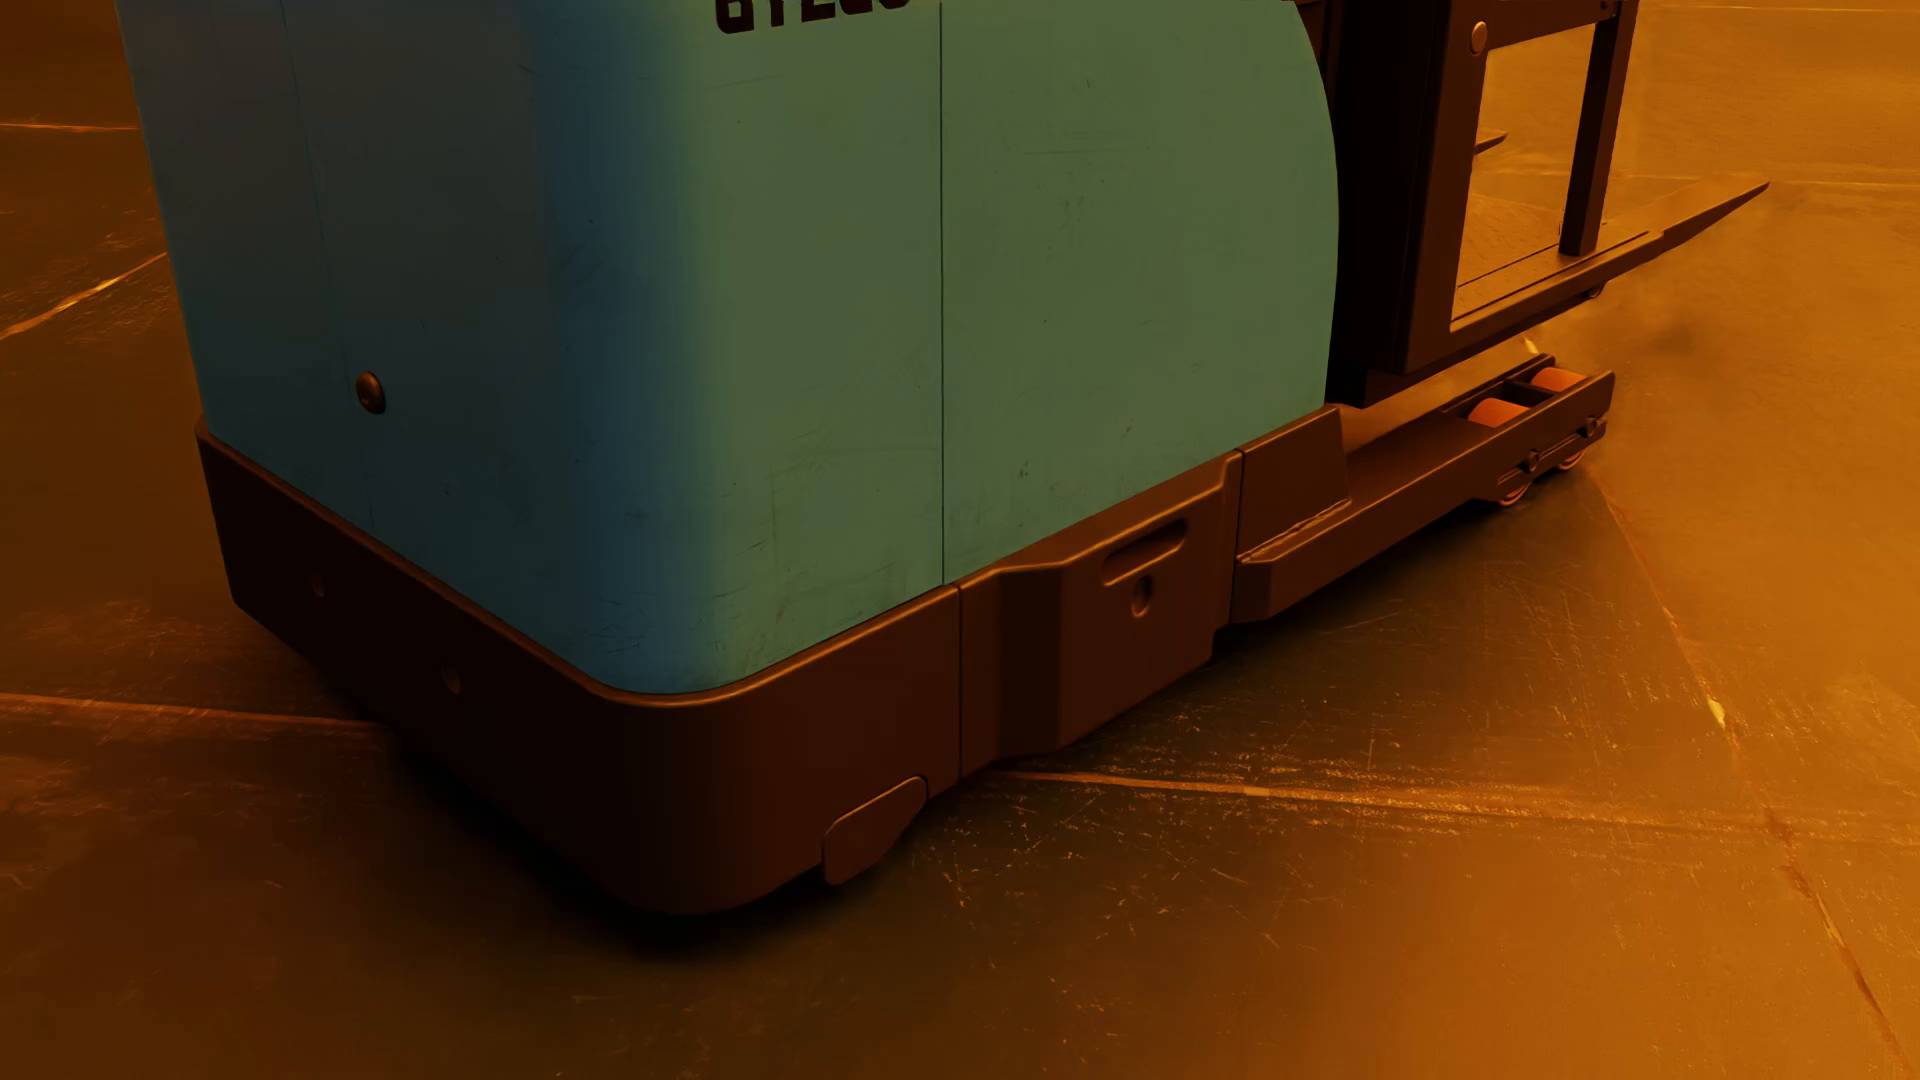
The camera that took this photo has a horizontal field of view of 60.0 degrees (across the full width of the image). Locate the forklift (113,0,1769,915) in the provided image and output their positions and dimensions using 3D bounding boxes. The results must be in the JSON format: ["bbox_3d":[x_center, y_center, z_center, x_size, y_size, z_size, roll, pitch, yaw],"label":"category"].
[{"bbox_3d":[0.425,-1.509,2.241,1.130,2.935,3.031,24,35,39],"label":"forklift"}]
